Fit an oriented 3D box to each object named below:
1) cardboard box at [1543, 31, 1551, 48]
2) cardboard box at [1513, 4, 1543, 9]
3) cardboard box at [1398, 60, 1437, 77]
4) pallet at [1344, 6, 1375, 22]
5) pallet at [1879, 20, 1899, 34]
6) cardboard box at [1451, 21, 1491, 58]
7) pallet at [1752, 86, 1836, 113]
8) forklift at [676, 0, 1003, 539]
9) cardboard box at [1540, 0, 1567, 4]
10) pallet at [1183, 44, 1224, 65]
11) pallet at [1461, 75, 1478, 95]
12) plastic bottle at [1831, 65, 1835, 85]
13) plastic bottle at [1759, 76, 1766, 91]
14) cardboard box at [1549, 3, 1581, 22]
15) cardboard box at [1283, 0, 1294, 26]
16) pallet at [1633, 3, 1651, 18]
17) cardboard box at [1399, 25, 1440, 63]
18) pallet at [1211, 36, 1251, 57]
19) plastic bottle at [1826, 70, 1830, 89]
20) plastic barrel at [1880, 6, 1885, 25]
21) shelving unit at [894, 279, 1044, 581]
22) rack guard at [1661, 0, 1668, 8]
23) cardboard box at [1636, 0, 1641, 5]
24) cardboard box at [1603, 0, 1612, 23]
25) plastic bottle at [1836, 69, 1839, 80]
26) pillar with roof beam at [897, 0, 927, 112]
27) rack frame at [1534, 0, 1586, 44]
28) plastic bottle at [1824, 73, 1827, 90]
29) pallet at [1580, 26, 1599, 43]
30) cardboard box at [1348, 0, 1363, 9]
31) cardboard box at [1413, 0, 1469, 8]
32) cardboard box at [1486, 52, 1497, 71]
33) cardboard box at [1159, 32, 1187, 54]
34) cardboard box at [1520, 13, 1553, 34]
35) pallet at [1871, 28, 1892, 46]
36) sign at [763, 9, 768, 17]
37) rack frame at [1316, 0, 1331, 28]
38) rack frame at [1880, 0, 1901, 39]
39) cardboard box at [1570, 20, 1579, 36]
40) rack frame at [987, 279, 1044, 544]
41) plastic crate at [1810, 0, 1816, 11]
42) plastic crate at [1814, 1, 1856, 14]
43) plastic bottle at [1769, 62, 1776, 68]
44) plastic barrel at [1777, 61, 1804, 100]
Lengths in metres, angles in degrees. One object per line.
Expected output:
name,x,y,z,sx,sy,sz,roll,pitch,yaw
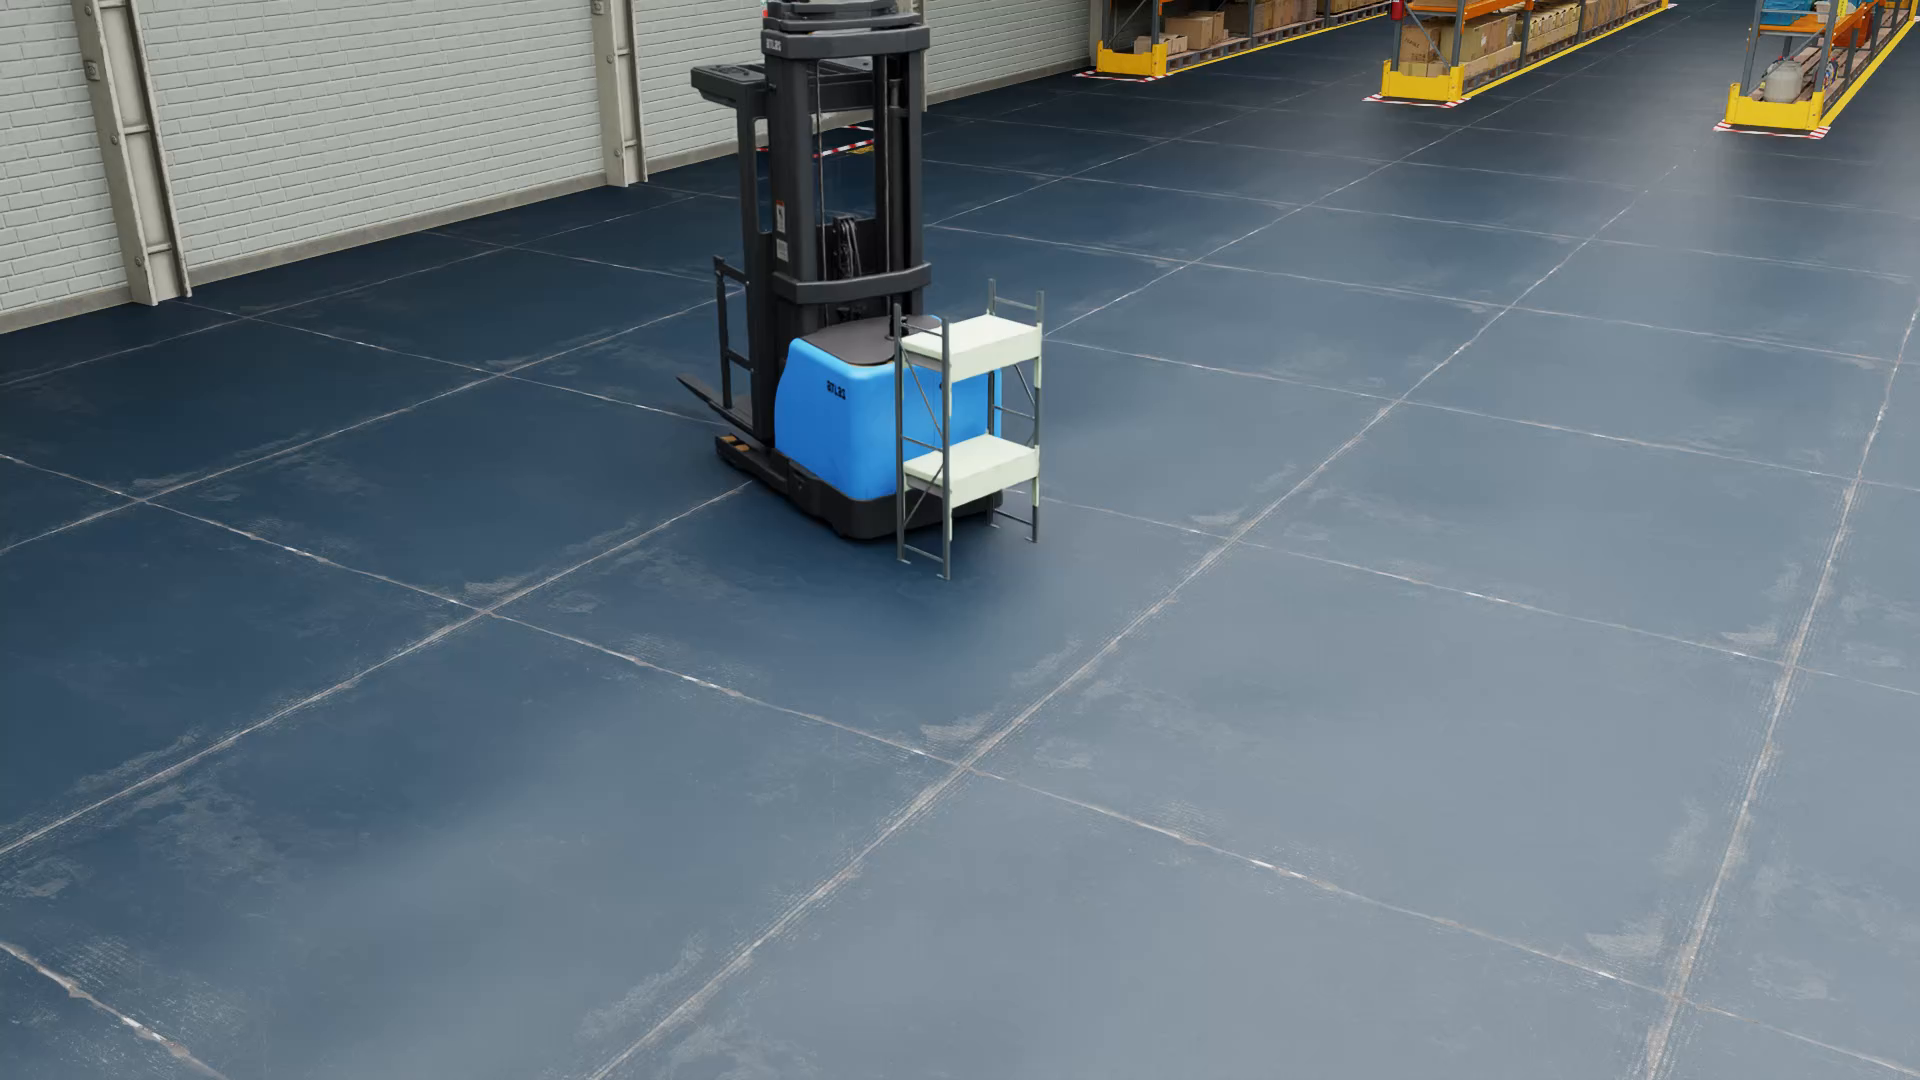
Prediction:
cardboard box,10.102,-8.844,29.336,0.500,0.250,0.500,13,27,27
cardboard box,10.451,-9.725,30.666,0.500,0.311,0.500,13,27,28
cardboard box,7.059,-7.305,25.781,0.500,0.250,0.500,14,27,29
pallet,8.160,-11.249,35.469,1.003,0.211,1.213,14,27,29
pallet,17.918,-10.119,32.858,1.003,0.211,1.213,14,27,29
cardboard box,8.013,-7.881,26.168,0.500,0.500,0.500,14,27,29
pallet,12.310,-6.531,24.570,1.003,0.211,1.213,14,27,29
forklift,-0.950,-1.888,10.422,1.130,2.935,3.031,-14,27,-29
cardboard box,11.540,-10.251,32.246,0.500,0.500,0.500,15,28,31
pallet,3.959,-8.591,29.329,1.003,0.211,1.213,14,27,29
pallet,7.394,-7.118,25.927,1.003,0.211,1.213,14,27,29
plastic bottle,13.096,-6.991,24.989,0.061,0.283,0.133,16,28,32
plastic bottle,11.829,-6.721,24.469,0.097,0.201,0.097,0,23,0
cardboard box,11.179,-9.791,30.818,0.500,0.311,0.500,15,27,30
cardboard box,6.092,-10.346,32.465,0.700,0.500,0.500,14,27,29
pallet,14.362,-11.546,36.157,1.003,0.211,1.213,14,27,29
cardboard box,7.057,-7.650,25.633,0.500,0.500,0.500,14,27,29
pallet,4.602,-9.004,30.284,1.003,0.211,1.213,14,27,29
plastic bottle,12.794,-6.806,24.577,0.097,0.271,0.097,0,23,0
plastic barrel,17.261,-10.192,31.629,0.600,0.901,0.708,14,27,29
shelving unit,0.053,-0.622,9.298,0.431,1.500,0.755,21,31,40
rack guard,15.426,-12.359,37.669,1.175,0.500,0.348,14,27,29
cardboard box,14.343,-11.873,35.988,0.797,0.503,0.637,14,27,29
cardboard box,12.541,-10.503,32.829,0.500,0.500,0.500,13,27,27
plastic bottle,13.416,-7.172,25.510,0.097,0.201,0.097,0,23,0
pillar with roof beam,2.943,-9.411,20.163,9.100,9.000,0.400,14,27,29
rack frame,11.247,-10.831,30.994,1.000,3.000,0.127,14,27,29
plastic bottle,12.589,-6.666,24.239,0.061,0.283,0.133,14,27,30
pallet,11.673,-9.796,32.112,1.003,0.211,1.213,14,27,29
cardboard box,8.003,-11.589,34.922,0.750,0.750,0.750,14,27,29
cardboard box,7.284,-8.332,25.095,0.700,0.500,0.500,14,27,29
cardboard box,8.291,-7.702,26.699,0.500,0.250,0.500,14,27,29
cardboard box,3.558,-8.543,28.539,0.500,0.311,0.500,16,28,33
cardboard box,10.107,-9.099,29.220,0.500,0.311,0.500,13,27,27
pallet,17.120,-9.611,31.685,1.003,0.211,1.213,14,27,29
sign,-2.430,-6.586,21.142,0.001,0.329,0.234,14,27,29
rack frame,7.036,-11.868,33.389,1.000,3.000,0.127,14,27,29
rack frame,17.563,-11.142,31.712,1.000,3.000,0.127,14,27,29
cardboard box,11.176,-9.533,30.929,0.500,0.250,0.500,15,27,30
rack frame,0.310,-0.725,9.537,0.400,1.500,0.023,21,31,40
plastic crate,12.387,-7.946,24.595,0.450,0.188,0.662,14,27,29
plastic crate,12.701,-7.720,24.139,0.530,0.136,0.437,14,27,29
plastic bottle,12.143,-6.973,24.862,0.144,0.351,0.185,15,28,31
plastic barrel,11.779,-6.550,23.708,0.421,0.512,0.421,0,23,0
